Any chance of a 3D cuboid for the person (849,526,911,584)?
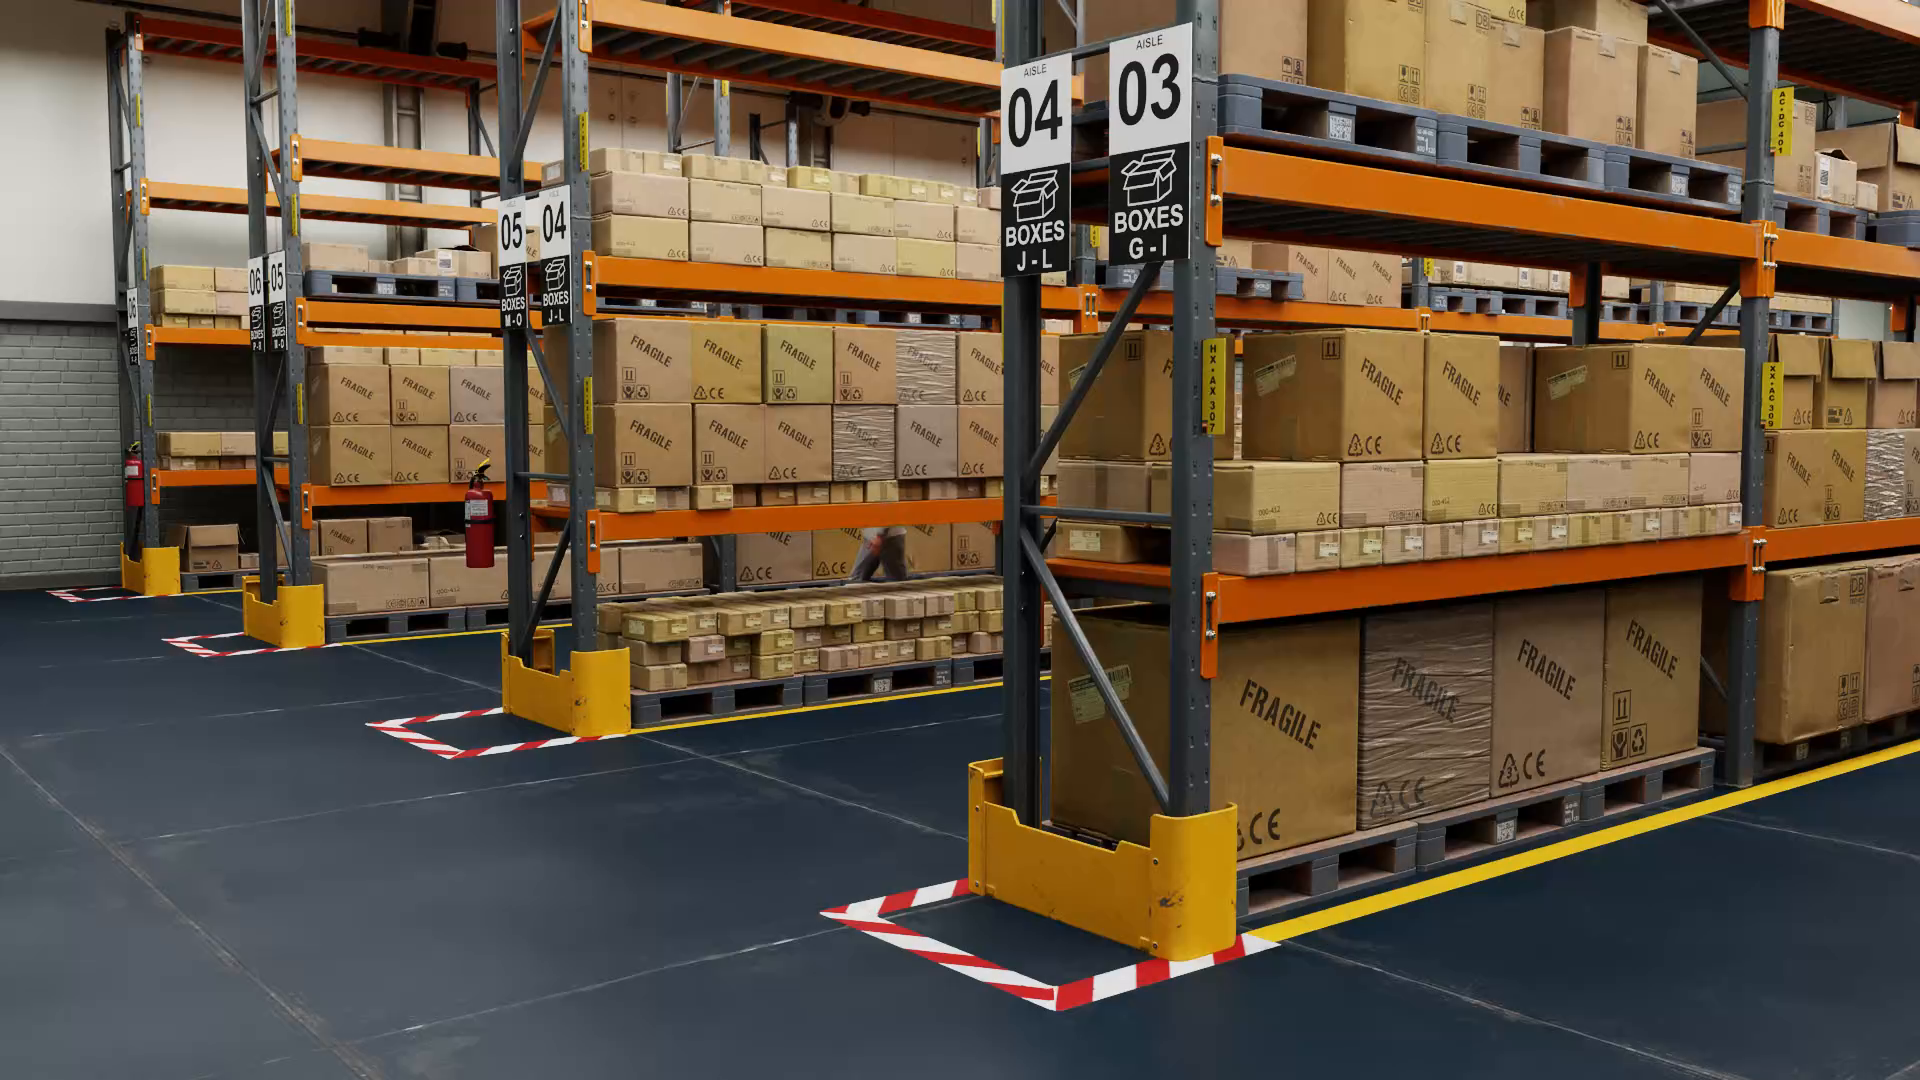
[{"bbox_3d":[-0.616,-0.041,13.941,1.012,1.735,0.554,-1,4,-17],"label":"person"}]
